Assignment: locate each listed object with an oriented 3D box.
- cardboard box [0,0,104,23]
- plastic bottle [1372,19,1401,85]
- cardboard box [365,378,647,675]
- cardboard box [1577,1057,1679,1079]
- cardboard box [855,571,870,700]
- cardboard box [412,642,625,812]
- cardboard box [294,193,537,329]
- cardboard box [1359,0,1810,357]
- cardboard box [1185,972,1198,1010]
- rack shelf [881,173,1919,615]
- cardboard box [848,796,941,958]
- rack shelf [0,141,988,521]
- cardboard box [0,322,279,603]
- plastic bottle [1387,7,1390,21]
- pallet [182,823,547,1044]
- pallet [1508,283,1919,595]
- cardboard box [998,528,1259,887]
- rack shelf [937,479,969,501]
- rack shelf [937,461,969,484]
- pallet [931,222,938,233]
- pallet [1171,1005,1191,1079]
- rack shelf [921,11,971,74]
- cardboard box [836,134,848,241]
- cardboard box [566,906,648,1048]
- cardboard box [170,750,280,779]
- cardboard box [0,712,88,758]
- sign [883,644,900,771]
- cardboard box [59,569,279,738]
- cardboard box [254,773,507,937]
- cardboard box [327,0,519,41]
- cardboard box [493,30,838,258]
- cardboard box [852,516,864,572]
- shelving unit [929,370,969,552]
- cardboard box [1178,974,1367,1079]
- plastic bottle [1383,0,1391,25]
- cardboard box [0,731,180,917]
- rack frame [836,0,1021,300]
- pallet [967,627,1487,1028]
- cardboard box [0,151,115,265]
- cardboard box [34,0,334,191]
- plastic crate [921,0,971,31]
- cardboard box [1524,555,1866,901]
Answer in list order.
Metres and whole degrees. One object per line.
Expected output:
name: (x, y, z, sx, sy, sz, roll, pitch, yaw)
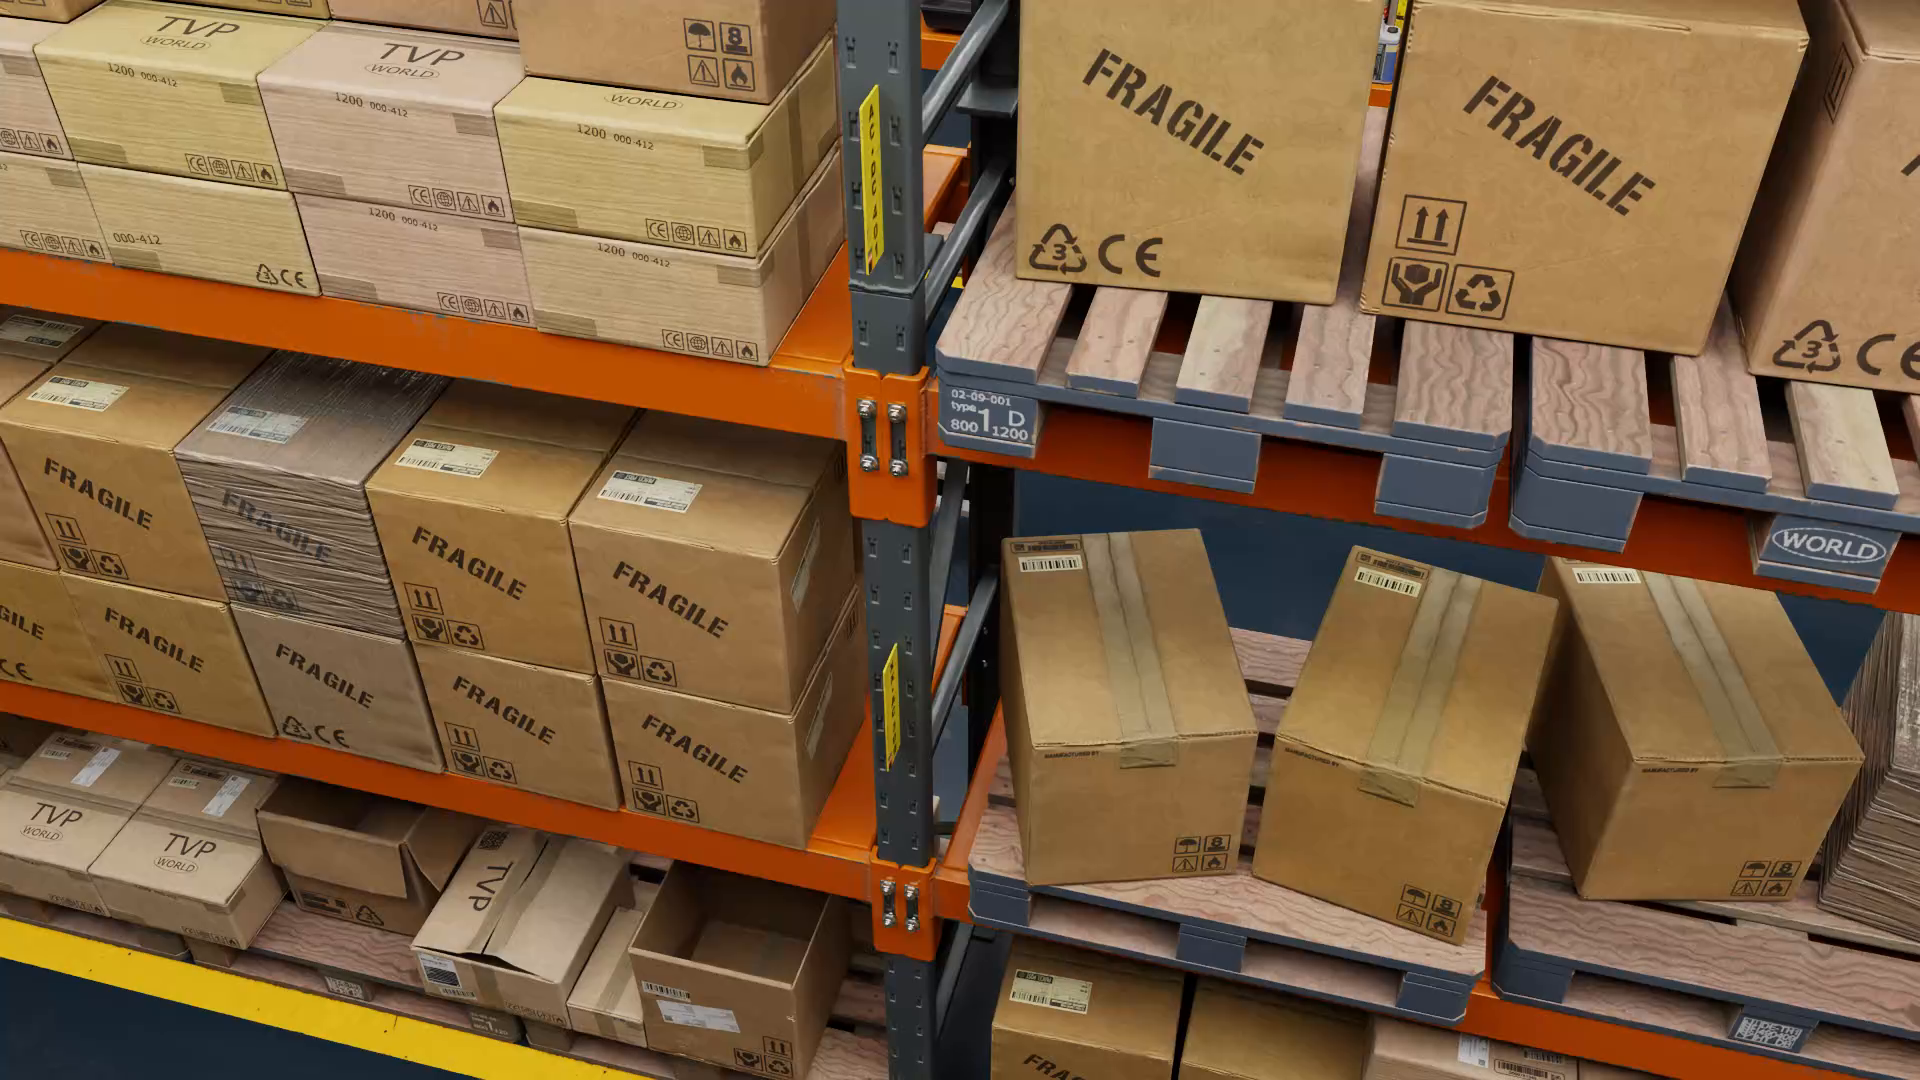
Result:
cardboard box: (-1.954, -1.490, 3.504, 0.500, 0.500, 0.700, 10, 41, 11)
plastic bottle: (1.965, -2.279, 7.728, 0.135, 0.276, 0.152, 10, 41, 11)
cardboard box: (-1.072, -0.052, 4.124, 0.500, 0.500, 0.500, 9, 41, 11)
cardboard box: (1.834, 1.359, 4.318, 0.500, 0.250, 0.500, 9, 41, 11)
cardboard box: (-0.443, 0.084, 4.740, 0.500, 0.500, 0.500, 11, 41, 13)
cardboard box: (-1.069, 0.329, 4.448, 0.500, 0.500, 0.500, 11, 41, 13)
cardboard box: (-1.040, -0.721, 3.560, 0.500, 0.250, 0.500, 10, 41, 11)
cardboard box: (1.098, -0.784, 3.036, 0.600, 0.600, 0.600, 9, 41, 11)
cardboard box: (1.005, 1.156, 5.143, 0.500, 0.500, 0.500, 10, 41, 12)
rack shelf: (1.911, -0.165, 3.341, 4.000, 0.370, 1.077, 10, 41, 11)
cardboard box: (-0.371, 1.033, 5.436, 0.500, 0.311, 0.500, 10, 41, 11)
rack shelf: (-1.953, -0.830, 4.133, 4.000, 0.370, 1.077, 10, 41, 11)
cardboard box: (-2.045, -0.220, 4.325, 0.500, 0.500, 0.500, 9, 41, 11)
plastic bottle: (2.080, -2.728, 8.262, 0.135, 0.276, 0.152, 10, 41, 11)
pallet: (-1.867, 1.128, 5.744, 1.213, 0.211, 1.003, 10, 41, 11)
pallet: (1.593, -0.378, 3.182, 1.003, 0.211, 1.213, 10, 41, 11)
cardboard box: (0.379, 0.395, 4.044, 0.500, 0.500, 0.700, -3, 40, -3)
rack shelf: (-0.008, -0.252, 7.042, 0.200, 0.077, 0.258, 10, 41, 11)
rack shelf: (-0.008, -0.320, 6.984, 0.200, 0.077, 0.258, 10, 41, 11)
pallet: (-0.640, -1.933, 9.387, 1.213, 0.211, 1.003, 10, 41, 11)
pallet: (0.774, 1.556, 5.234, 1.213, 0.211, 1.003, 10, 41, 11)
rack shelf: (-0.669, -2.758, 8.761, 4.000, 0.370, 1.077, 10, 41, 11)
cardboard box: (-0.427, -0.950, 3.833, 0.500, 0.250, 0.500, 10, 41, 11)
cardboard box: (-1.023, 1.356, 5.178, 0.250, 0.149, 0.380, 10, 41, 11)
cardboard box: (-2.386, 0.709, 5.869, 0.500, 0.250, 0.500, 10, 41, 11)
cardboard box: (-3.296, 0.437, 5.999, 0.500, 0.500, 0.500, 10, 41, 11)
sign: (-0.154, 0.383, 3.789, 0.005, 0.325, 0.100, 10, 41, 11)
cardboard box: (-2.058, 0.162, 4.647, 0.500, 0.500, 0.500, 10, 41, 12)
cardboard box: (-1.837, 0.854, 5.499, 0.637, 0.503, 0.797, 10, 41, 11)
cardboard box: (-0.947, -1.422, 3.423, 0.500, 0.500, 0.700, 10, 41, 11)
cardboard box: (-0.561, -0.819, 3.288, 0.500, 0.250, 0.500, 10, 41, 11)
cardboard box: (-0.404, -0.298, 4.418, 0.500, 0.500, 0.500, 11, 41, 13)
shelving unit: (-0.008, -0.346, 6.962, 0.210, 0.900, 0.258, 10, 41, 11)
cardboard box: (0.901, 1.478, 4.759, 0.500, 0.500, 0.500, 10, 41, 12)
plastic bottle: (2.066, -2.619, 8.190, 0.097, 0.201, 0.097, 0, 40, 0)
cardboard box: (-2.950, 0.945, 5.588, 0.500, 0.250, 0.500, 10, 41, 11)
rack frame: (-0.021, -1.921, 2.541, 0.127, 3.000, 1.000, 10, 41, 11)
pallet: (0.723, 0.650, 4.293, 1.213, 0.211, 1.003, 10, 41, 11)
cardboard box: (-2.007, -0.884, 3.755, 0.500, 0.250, 0.500, 10, 41, 11)
cardboard box: (-1.526, -0.989, 3.490, 0.500, 0.250, 0.500, 10, 41, 11)
plastic crate: (0.112, -2.638, 8.225, 0.590, 0.125, 0.437, 10, 41, 11)
cardboard box: (1.702, 0.432, 3.999, 0.500, 0.500, 0.700, 0, 40, 0)
